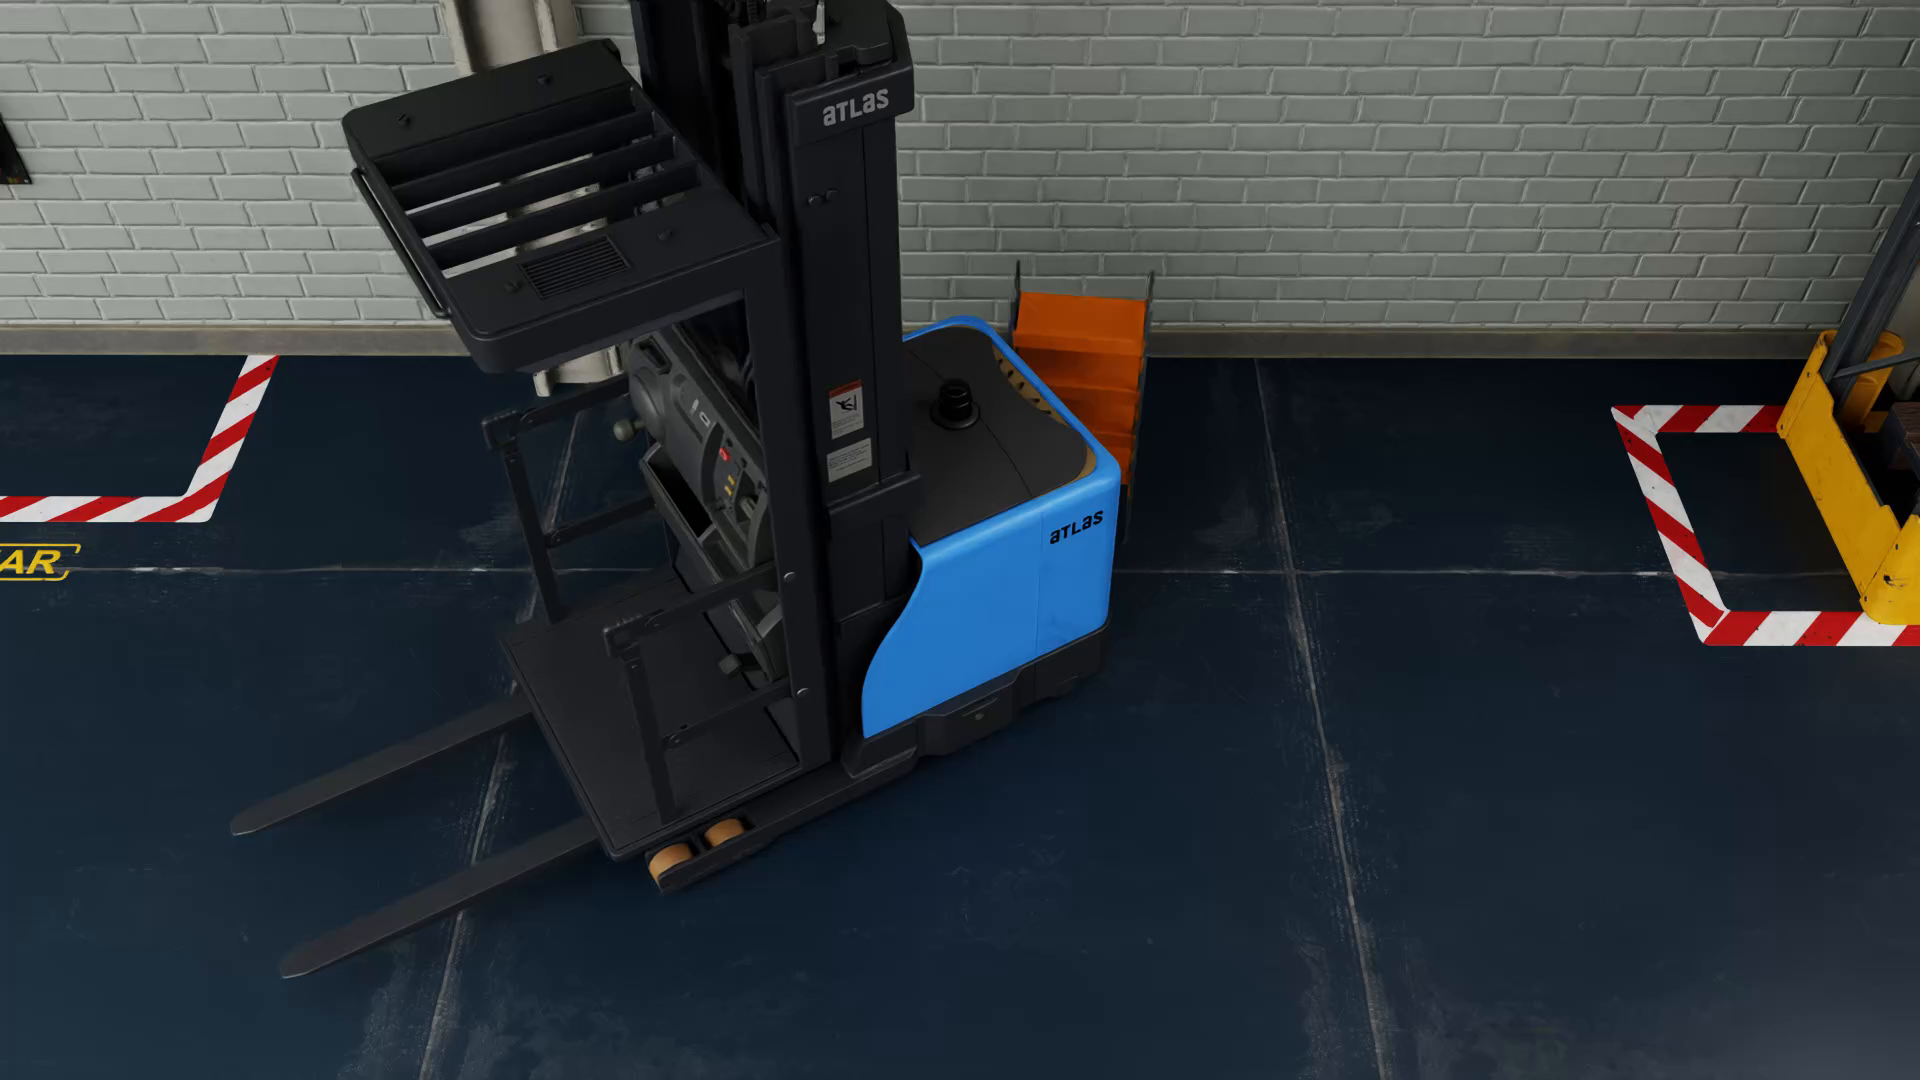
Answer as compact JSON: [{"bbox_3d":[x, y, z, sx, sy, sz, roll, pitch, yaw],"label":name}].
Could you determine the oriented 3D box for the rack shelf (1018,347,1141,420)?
[{"bbox_3d":[0.442,-0.609,6.283,0.480,0.148,0.258,5,47,5],"label":"rack shelf"}]

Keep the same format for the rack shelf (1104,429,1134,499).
[{"bbox_3d":[0.442,-0.321,6.592,0.480,0.148,0.258,5,47,5],"label":"rack shelf"}]

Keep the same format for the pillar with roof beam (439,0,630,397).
[{"bbox_3d":[-1.683,-0.662,1.218,0.400,9.000,9.100,0,47,0],"label":"pillar with roof beam"}]

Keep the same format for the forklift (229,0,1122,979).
[{"bbox_3d":[-0.975,-0.257,4.987,3.031,2.935,1.130,-24,51,-20],"label":"forklift"}]

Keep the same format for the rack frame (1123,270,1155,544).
[{"bbox_3d":[0.684,-0.481,6.378,0.015,1.200,0.240,5,47,5],"label":"rack frame"}]

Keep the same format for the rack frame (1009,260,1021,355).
[{"bbox_3d":[0.200,-0.524,6.418,0.015,1.200,0.240,5,47,5],"label":"rack frame"}]

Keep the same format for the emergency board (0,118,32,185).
[{"bbox_3d":[-4.138,-1.804,6.380,0.643,1.169,0.194,0,47,0],"label":"emergency board"}]

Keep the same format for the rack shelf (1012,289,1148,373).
[{"bbox_3d":[0.442,-0.770,6.110,0.480,0.148,0.258,5,47,5],"label":"rack shelf"}]

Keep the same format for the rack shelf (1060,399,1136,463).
[{"bbox_3d":[0.442,-0.456,6.447,0.480,0.148,0.258,5,47,5],"label":"rack shelf"}]

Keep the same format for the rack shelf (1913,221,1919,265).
[{"bbox_3d":[5.629,-0.871,6.003,4.000,0.370,1.077,0,47,0],"label":"rack shelf"}]

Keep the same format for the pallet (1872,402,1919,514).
[{"bbox_3d":[4.518,-0.143,6.739,1.213,0.211,1.003,0,47,0],"label":"pallet"}]

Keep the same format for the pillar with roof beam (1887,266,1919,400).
[{"bbox_3d":[4.317,-0.645,1.203,0.400,9.000,9.100,0,47,0],"label":"pillar with roof beam"}]

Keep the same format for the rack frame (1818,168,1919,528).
[{"bbox_3d":[3.629,-1.121,5.745,0.127,3.000,1.000,0,47,0],"label":"rack frame"}]

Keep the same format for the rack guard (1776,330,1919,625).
[{"bbox_3d":[3.705,-0.269,6.659,0.348,0.500,1.175,0,47,0],"label":"rack guard"}]

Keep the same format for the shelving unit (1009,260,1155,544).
[{"bbox_3d":[0.442,-0.502,6.398,0.503,1.200,0.258,5,47,5],"label":"shelving unit"}]
